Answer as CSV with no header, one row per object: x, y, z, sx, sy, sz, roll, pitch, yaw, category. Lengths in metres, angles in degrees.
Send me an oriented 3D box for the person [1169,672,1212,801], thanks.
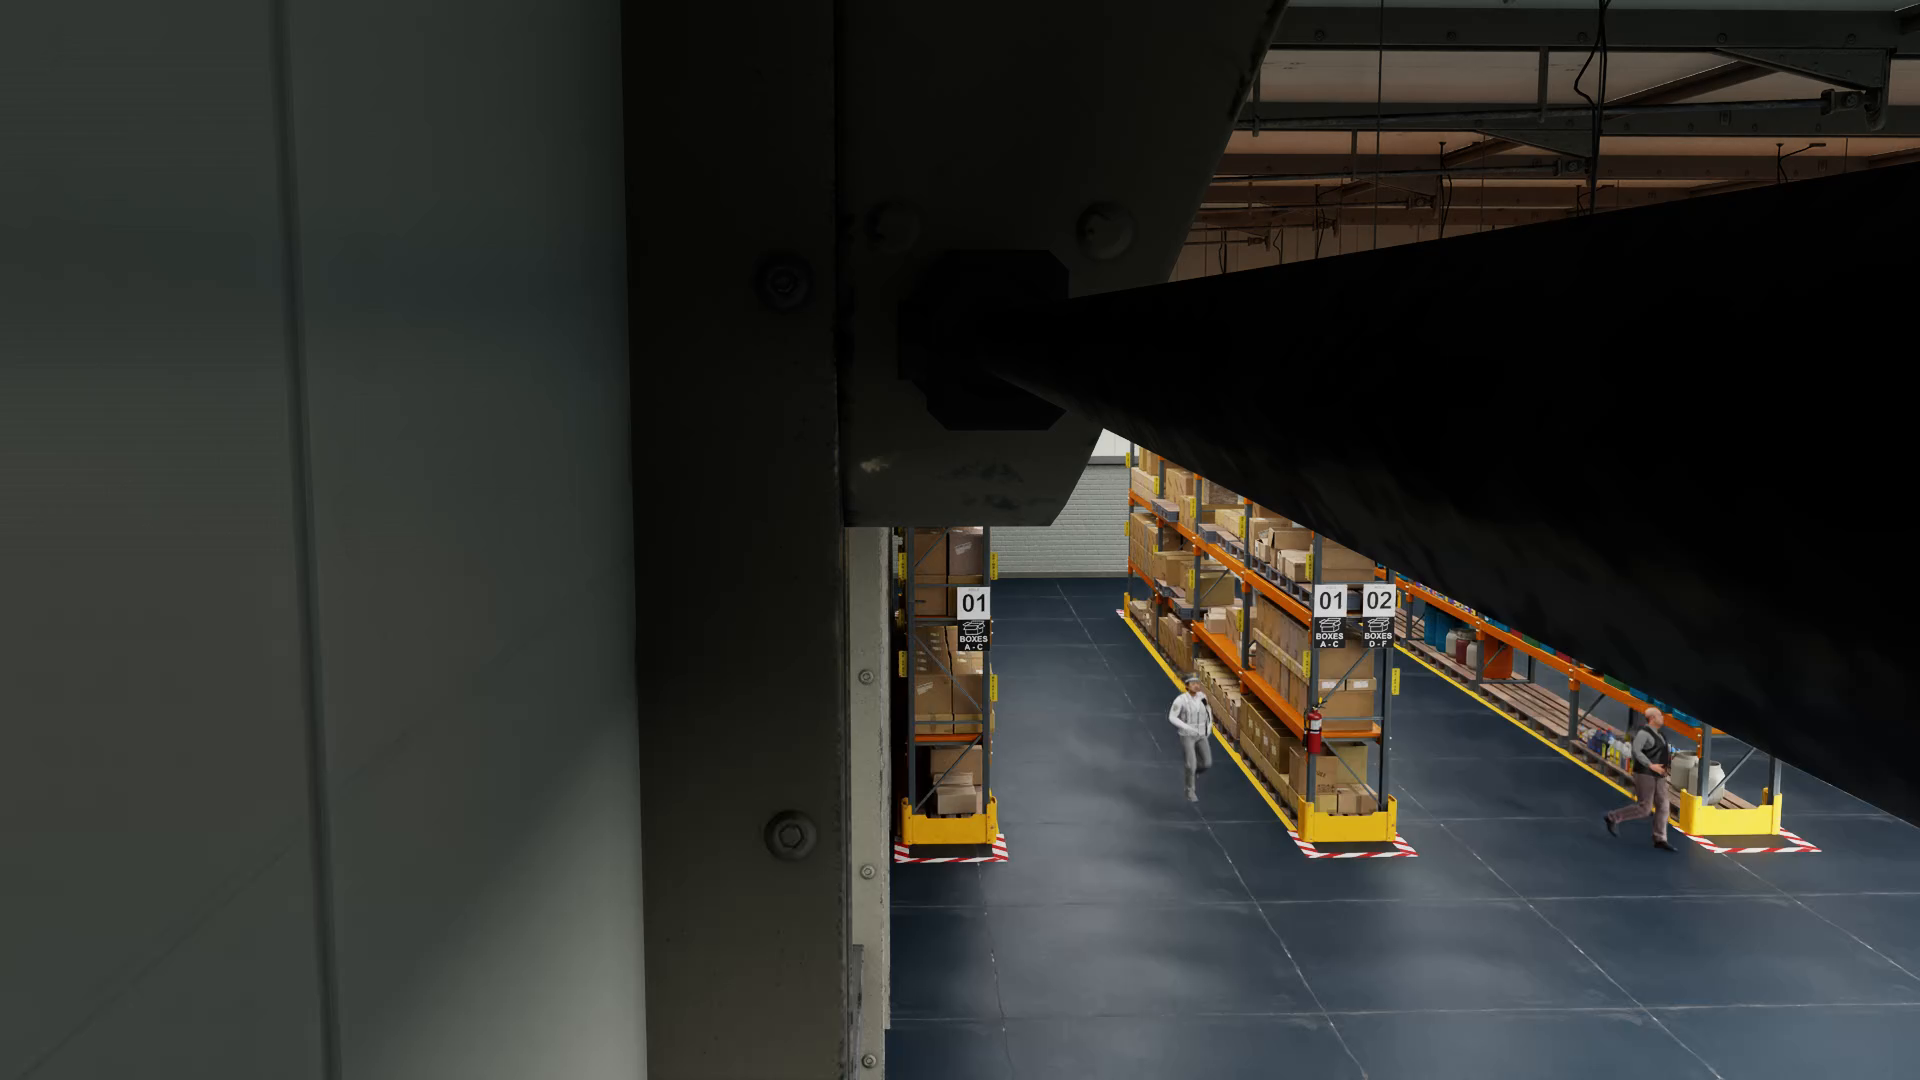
3.002,2.511,21.273,0.674,1.670,0.455,-3,8,-24,person

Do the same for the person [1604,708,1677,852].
8.473,2.893,20.393,0.714,1.676,0.889,-7,10,-44,person

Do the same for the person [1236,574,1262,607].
6.172,1.024,35.052,0.612,1.715,0.693,-1,7,-11,person
